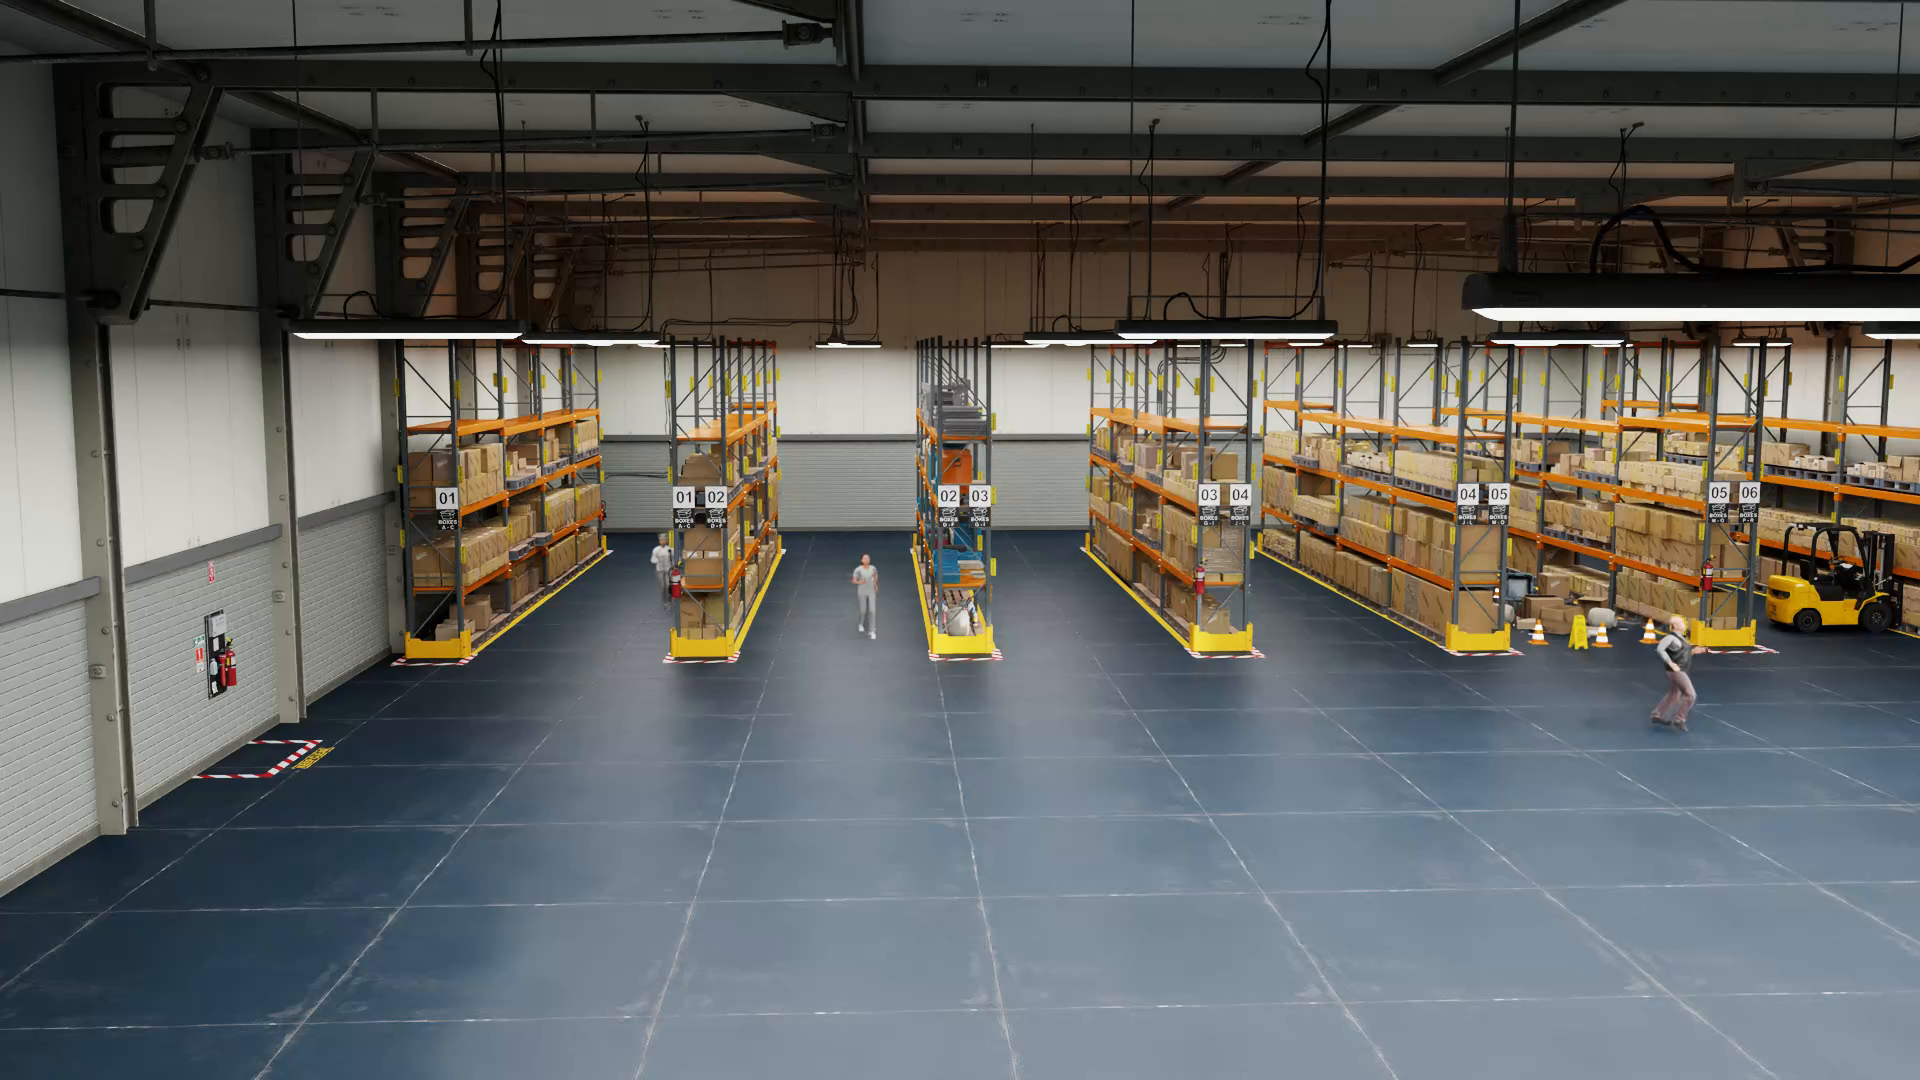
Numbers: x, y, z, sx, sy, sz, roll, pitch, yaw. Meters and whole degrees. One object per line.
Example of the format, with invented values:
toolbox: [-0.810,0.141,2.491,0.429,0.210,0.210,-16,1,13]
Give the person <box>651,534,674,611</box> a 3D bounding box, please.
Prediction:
person: [-6.537,0.716,36.811,0.590,1.740,0.726,0,6,-3]

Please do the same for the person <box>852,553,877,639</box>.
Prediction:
person: [-1.884,1.090,33.299,0.565,1.673,0.951,-2,7,-18]

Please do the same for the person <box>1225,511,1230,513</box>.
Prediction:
person: [7.553,-0.588,48.118,0.756,1.795,0.769,6,9,42]

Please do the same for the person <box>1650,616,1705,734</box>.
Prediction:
person: [10.827,2.039,25.085,0.715,1.760,0.637,3,7,28]
